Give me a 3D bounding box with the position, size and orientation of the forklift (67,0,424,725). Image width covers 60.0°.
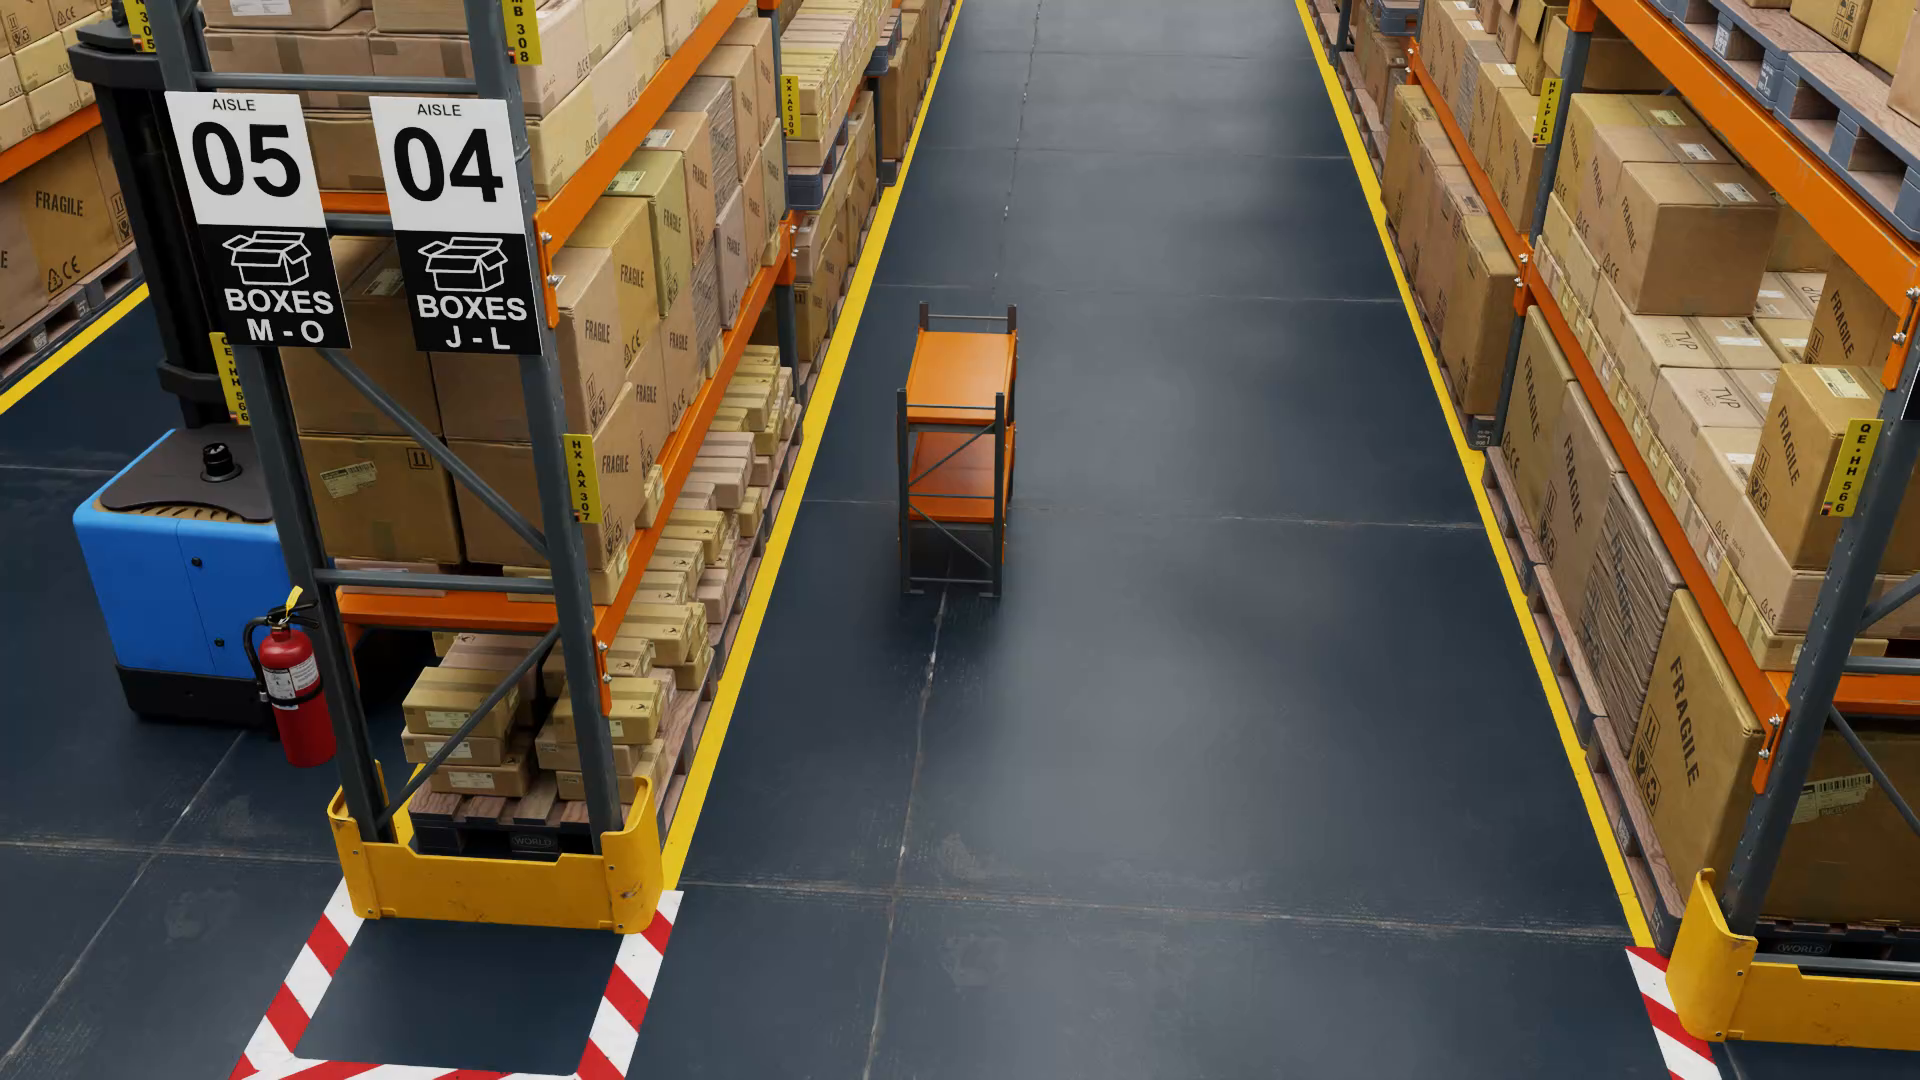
[{"bbox_3d":[-2.988,-1.172,7.858,1.130,2.935,3.031,5,32,7],"label":"forklift"}]

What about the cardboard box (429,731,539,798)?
[{"bbox_3d":[-1.929,0.900,6.748,0.380,0.149,0.250,3,32,5],"label":"cardboard box"}]

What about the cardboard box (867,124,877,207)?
[{"bbox_3d":[-0.906,-2.794,12.406,0.500,0.500,0.500,2,32,4],"label":"cardboard box"}]

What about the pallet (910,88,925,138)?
[{"bbox_3d":[-0.871,-3.892,14.865,1.003,0.211,1.213,2,32,4],"label":"pallet"}]

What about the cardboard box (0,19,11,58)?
[{"bbox_3d":[-6.044,-3.054,9.799,0.500,0.500,0.500,2,32,4],"label":"cardboard box"}]

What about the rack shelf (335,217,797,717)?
[{"bbox_3d":[-1.601,-0.591,7.535,1.077,0.370,4.000,2,32,4],"label":"rack shelf"}]

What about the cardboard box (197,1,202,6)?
[{"bbox_3d":[-5.837,-3.853,12.287,0.500,0.250,0.500,1,32,2],"label":"cardboard box"}]

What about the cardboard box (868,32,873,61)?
[{"bbox_3d":[-0.781,-3.293,11.074,0.380,0.149,0.250,1,32,2],"label":"cardboard box"}]

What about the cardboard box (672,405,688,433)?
[{"bbox_3d":[-1.377,-0.583,7.076,0.380,0.149,0.250,2,32,3],"label":"cardboard box"}]

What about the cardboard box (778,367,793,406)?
[{"bbox_3d":[-1.147,-0.856,9.314,0.380,0.149,0.250,3,32,5],"label":"cardboard box"}]

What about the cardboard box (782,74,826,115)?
[{"bbox_3d":[-0.948,-2.454,9.145,0.380,0.149,0.250,4,32,6],"label":"cardboard box"}]

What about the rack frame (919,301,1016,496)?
[{"bbox_3d":[0.041,-0.741,8.880,0.500,1.125,0.032,2,32,4],"label":"rack frame"}]

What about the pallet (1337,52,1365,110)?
[{"bbox_3d":[4.086,-4.267,15.472,1.003,0.211,1.213,2,32,4],"label":"pallet"}]

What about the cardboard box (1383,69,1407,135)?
[{"bbox_3d":[3.890,-3.534,13.589,0.700,0.500,0.500,0,32,0],"label":"cardboard box"}]

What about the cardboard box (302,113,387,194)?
[{"bbox_3d":[-1.991,-1.313,5.306,0.500,0.250,0.500,2,32,3],"label":"cardboard box"}]

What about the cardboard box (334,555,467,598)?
[{"bbox_3d":[-2.019,0.073,6.011,0.380,0.149,0.250,2,32,4],"label":"cardboard box"}]

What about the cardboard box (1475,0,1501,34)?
[{"bbox_3d":[3.691,-3.517,10.546,0.797,0.503,0.637,3,32,5],"label":"cardboard box"}]

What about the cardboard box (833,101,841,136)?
[{"bbox_3d":[-0.907,-2.477,9.749,0.380,0.149,0.250,3,32,4],"label":"cardboard box"}]

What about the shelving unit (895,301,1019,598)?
[{"bbox_3d":[-0.001,-0.475,8.449,0.538,1.125,1.048,2,32,4],"label":"shelving unit"}]

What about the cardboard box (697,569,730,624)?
[{"bbox_3d":[-1.286,0.260,7.786,0.380,0.149,0.250,1,32,2],"label":"cardboard box"}]

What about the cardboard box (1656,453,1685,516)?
[{"bbox_3d":[2.954,-0.214,6.477,0.380,0.149,0.250,2,32,3],"label":"cardboard box"}]

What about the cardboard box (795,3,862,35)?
[{"bbox_3d":[-0.825,-3.271,10.471,0.380,0.149,0.250,3,32,5],"label":"cardboard box"}]

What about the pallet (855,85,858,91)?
[{"bbox_3d":[-1.233,-2.916,10.805,1.003,0.211,1.213,2,32,4],"label":"pallet"}]

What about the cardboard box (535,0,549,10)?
[{"bbox_3d":[-1.472,-1.739,5.140,0.380,0.149,0.250,4,32,6],"label":"cardboard box"}]

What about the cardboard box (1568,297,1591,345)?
[{"bbox_3d":[3.079,-1.018,7.782,0.380,0.149,0.250,2,32,3],"label":"cardboard box"}]

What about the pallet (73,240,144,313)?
[{"bbox_3d":[-6.296,-1.960,11.730,1.003,0.211,1.213,2,32,4],"label":"pallet"}]

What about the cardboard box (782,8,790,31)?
[{"bbox_3d":[-1.394,-3.599,11.571,0.380,0.149,0.250,4,32,6],"label":"cardboard box"}]

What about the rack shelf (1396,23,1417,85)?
[{"bbox_3d":[3.985,-4.509,13.893,1.077,0.370,4.000,2,32,4],"label":"rack shelf"}]

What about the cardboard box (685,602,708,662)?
[{"bbox_3d":[-1.326,0.392,7.288,0.380,0.149,0.250,3,32,6],"label":"cardboard box"}]

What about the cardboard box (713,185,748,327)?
[{"bbox_3d":[-1.281,-1.315,7.646,0.500,0.500,0.500,2,32,4],"label":"cardboard box"}]

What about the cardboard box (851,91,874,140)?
[{"bbox_3d":[-0.907,-3.099,12.188,0.500,0.250,0.500,2,32,3],"label":"cardboard box"}]

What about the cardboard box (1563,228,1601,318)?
[{"bbox_3d":[3.152,-1.246,7.773,0.500,0.250,0.500,2,32,4],"label":"cardboard box"}]

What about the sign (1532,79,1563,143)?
[{"bbox_3d":[2.955,-2.155,8.360,0.100,0.325,0.005,2,32,4],"label":"sign"}]

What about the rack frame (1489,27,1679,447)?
[{"bbox_3d":[3.497,-1.678,8.614,1.000,3.000,0.127,2,32,4],"label":"rack frame"}]

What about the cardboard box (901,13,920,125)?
[{"bbox_3d":[-0.906,-4.027,14.170,1.050,0.750,0.750,3,32,5],"label":"cardboard box"}]

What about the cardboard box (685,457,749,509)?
[{"bbox_3d":[-1.241,-0.279,8.093,0.380,0.149,0.250,1,32,2],"label":"cardboard box"}]

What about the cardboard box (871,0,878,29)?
[{"bbox_3d":[-0.759,-3.547,11.202,0.380,0.149,0.250,3,32,4],"label":"cardboard box"}]

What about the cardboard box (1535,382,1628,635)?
[{"bbox_3d":[3.290,-0.140,7.743,0.875,0.875,0.875,2,32,4],"label":"cardboard box"}]

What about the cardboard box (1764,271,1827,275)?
[{"bbox_3d":[3.683,-1.228,7.743,0.500,0.250,0.500,3,32,5],"label":"cardboard box"}]

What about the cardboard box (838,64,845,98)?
[{"bbox_3d":[-0.887,-2.734,9.883,0.380,0.149,0.250,1,32,2],"label":"cardboard box"}]

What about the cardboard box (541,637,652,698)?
[{"bbox_3d":[-1.480,0.522,6.794,0.380,0.149,0.250,3,32,5],"label":"cardboard box"}]

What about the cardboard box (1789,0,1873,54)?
[{"bbox_3d":[3.320,-1.963,5.626,0.700,0.500,0.500,0,32,1],"label":"cardboard box"}]

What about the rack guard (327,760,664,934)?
[{"bbox_3d":[-1.758,1.173,6.369,1.175,0.500,0.348,2,32,4],"label":"rack guard"}]

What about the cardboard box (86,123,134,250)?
[{"bbox_3d":[-6.270,-2.643,11.805,0.875,0.875,0.875,3,32,5],"label":"cardboard box"}]

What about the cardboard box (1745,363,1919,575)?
[{"bbox_3d":[2.949,-0.234,5.416,0.500,0.500,0.500,3,32,5],"label":"cardboard box"}]

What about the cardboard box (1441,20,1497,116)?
[{"bbox_3d":[3.434,-3.032,10.715,0.500,0.500,0.500,2,32,3],"label":"cardboard box"}]

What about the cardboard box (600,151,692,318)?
[{"bbox_3d":[-1.363,-1.204,6.513,0.500,0.500,0.500,2,32,3],"label":"cardboard box"}]

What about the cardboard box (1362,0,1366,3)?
[{"bbox_3d":[4.221,-5.183,16.284,0.500,0.500,0.500,2,32,2],"label":"cardboard box"}]

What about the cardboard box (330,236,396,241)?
[{"bbox_3d":[-1.933,-0.961,6.118,0.500,0.500,0.500,1,32,2],"label":"cardboard box"}]

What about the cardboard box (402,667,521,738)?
[{"bbox_3d":[-1.973,0.643,6.598,0.380,0.149,0.250,3,32,5],"label":"cardboard box"}]

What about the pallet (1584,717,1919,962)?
[{"bbox_3d":[3.158,1.179,6.635,1.003,0.211,1.213,2,32,4],"label":"pallet"}]
